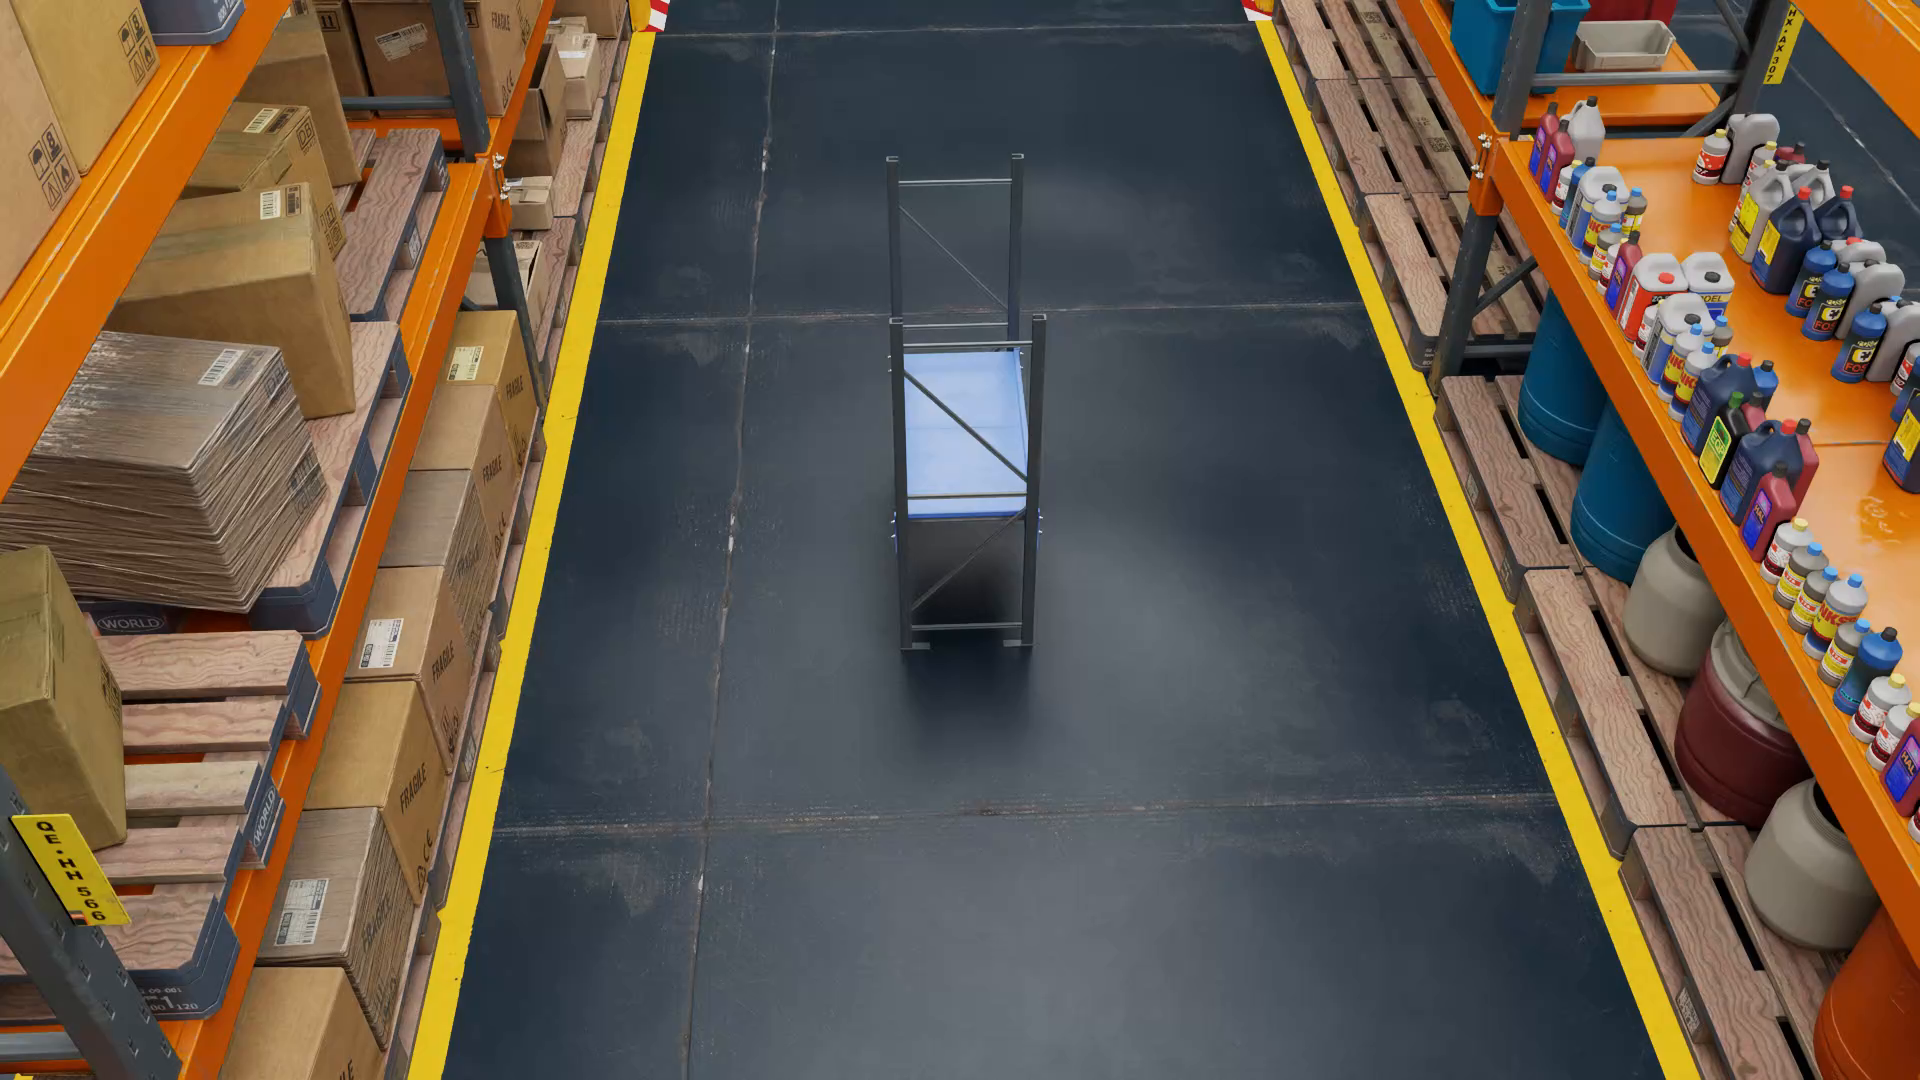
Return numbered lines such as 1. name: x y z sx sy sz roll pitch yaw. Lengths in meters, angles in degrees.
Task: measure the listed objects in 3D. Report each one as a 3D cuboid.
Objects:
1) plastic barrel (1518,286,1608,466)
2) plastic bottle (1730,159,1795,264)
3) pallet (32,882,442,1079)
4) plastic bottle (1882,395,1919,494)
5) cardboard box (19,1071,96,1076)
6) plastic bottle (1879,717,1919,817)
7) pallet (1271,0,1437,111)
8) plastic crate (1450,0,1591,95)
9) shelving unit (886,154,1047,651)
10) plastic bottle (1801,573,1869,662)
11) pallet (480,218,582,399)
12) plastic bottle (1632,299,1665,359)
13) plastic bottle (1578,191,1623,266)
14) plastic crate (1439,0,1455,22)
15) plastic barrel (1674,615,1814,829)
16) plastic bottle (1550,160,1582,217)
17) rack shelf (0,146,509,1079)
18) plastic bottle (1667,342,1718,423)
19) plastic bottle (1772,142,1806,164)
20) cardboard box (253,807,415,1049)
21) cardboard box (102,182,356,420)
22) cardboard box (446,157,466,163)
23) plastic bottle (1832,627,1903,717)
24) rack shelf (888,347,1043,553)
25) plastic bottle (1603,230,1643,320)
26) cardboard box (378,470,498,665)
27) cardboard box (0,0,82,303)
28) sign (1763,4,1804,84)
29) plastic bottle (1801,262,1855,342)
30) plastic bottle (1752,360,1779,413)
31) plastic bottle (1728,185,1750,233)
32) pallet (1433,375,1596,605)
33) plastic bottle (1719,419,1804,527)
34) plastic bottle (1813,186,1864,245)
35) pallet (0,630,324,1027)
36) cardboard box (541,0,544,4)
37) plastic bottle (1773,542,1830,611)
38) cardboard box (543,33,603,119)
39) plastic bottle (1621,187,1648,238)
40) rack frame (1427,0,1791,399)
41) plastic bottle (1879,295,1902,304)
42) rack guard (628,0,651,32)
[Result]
1. plastic barrel: 2.623 -0.807 6.652 0.600 0.901 0.708 -2 43 -2
2. plastic bottle: 2.839 -1.160 5.832 0.144 0.351 0.185 -2 43 -2
3. pallet: -2.156 1.570 4.881 1.003 0.211 1.213 -2 43 -2
4. plastic bottle: 2.883 -0.325 4.921 0.144 0.351 0.185 -2 43 -2
5. cardboard box: -2.437 1.182 4.765 0.500 0.500 0.500 0 43 0
6. plastic bottle: 2.333 0.534 4.034 0.061 0.283 0.133 -2 43 -2
7. pallet: 2.443 -2.908 9.766 1.003 0.211 1.213 -2 43 -2
8. plastic crate: 2.256 -2.115 6.804 0.392 0.384 0.575 -2 43 -2
9. shelving unit: 0.004 -0.495 6.180 0.538 1.500 1.048 -2 43 -2
10. plastic bottle: 2.330 0.197 4.411 0.097 0.271 0.097 0 43 0
11. pallet: -2.361 -1.089 7.782 1.003 0.211 1.213 -2 43 -2
12. plastic bottle: 2.273 -0.692 5.432 0.097 0.201 0.097 0 43 0
13. plastic bottle: 2.249 -1.096 5.821 0.097 0.271 0.097 0 43 0
14. plastic crate: 2.301 -2.462 7.375 0.437 0.125 0.590 -2 43 -2
15. plastic barrel: 2.701 0.549 5.405 0.600 0.588 0.708 -2 43 -2
16. plastic bottle: 2.235 -1.293 6.087 0.097 0.201 0.097 0 43 0
17. rack shelf: -2.247 -0.038 5.104 1.077 0.370 4.000 -2 43 -2
18. plastic bottle: 2.287 -0.496 5.166 0.097 0.271 0.097 0 43 0
19. plastic bottle: 3.012 -1.338 6.077 0.061 0.283 0.133 -2 43 -2
20. cardboard box: -1.924 1.138 4.813 0.500 0.500 0.500 -3 43 -3
21. cardboard box: -2.196 -0.654 4.859 0.700 0.500 0.500 -12 44 -13
22. cardboard box: -2.672 -1.707 8.057 0.500 0.311 0.500 -2 43 -2
23. plastic bottle: 2.338 0.328 4.267 0.097 0.271 0.097 0 43 0
24. rack shelf: 0.004 -0.363 6.302 0.538 0.185 1.000 -2 43 -2
25. plastic bottle: 2.244 -0.891 5.588 0.061 0.283 0.133 -2 43 -2
26. cardboard box: -1.992 0.103 5.942 0.500 0.500 0.500 -1 43 -1
27. cardboard box: -2.236 -0.733 3.036 0.910 0.500 0.500 -2 43 -2
28. sign: 3.166 -1.910 6.409 0.100 0.325 0.005 -2 43 -2
29. plastic bottle: 2.875 -0.795 5.492 0.097 0.271 0.097 0 43 0
30. plastic bottle: 2.435 -0.434 5.099 0.097 0.271 0.097 0 43 0
31. plastic bottle: 2.848 -1.200 5.986 0.097 0.201 0.097 0 43 0
32. pallet: 2.608 -0.243 6.859 1.003 0.211 1.213 -2 43 -2
33. plastic bottle: 2.329 -0.216 4.802 0.144 0.351 0.185 -2 43 -2
34. plastic bottle: 2.990 -1.039 5.700 0.144 0.351 0.185 -2 43 -2
35. pallet: -2.261 0.662 3.950 1.213 0.211 1.003 -2 43 -2
36. cardboard box: -2.126 -2.726 7.430 0.500 0.500 0.500 -2 43 -2
37. plastic bottle: 2.322 0.091 4.578 0.097 0.201 0.097 0 43 0
38. cardboard box: -2.223 -2.500 8.967 0.500 0.250 0.500 -2 43 -2
39. plastic bottle: 2.395 -1.165 5.949 0.097 0.201 0.097 0 43 0
40. rack frame: 2.617 -1.793 6.486 1.000 3.000 0.127 -2 43 -2
41. plastic bottle: 3.031 -0.708 5.449 0.097 0.201 0.097 0 43 0
42. rack guard: -2.499 -3.381 10.069 1.175 0.500 0.348 -2 43 -2
